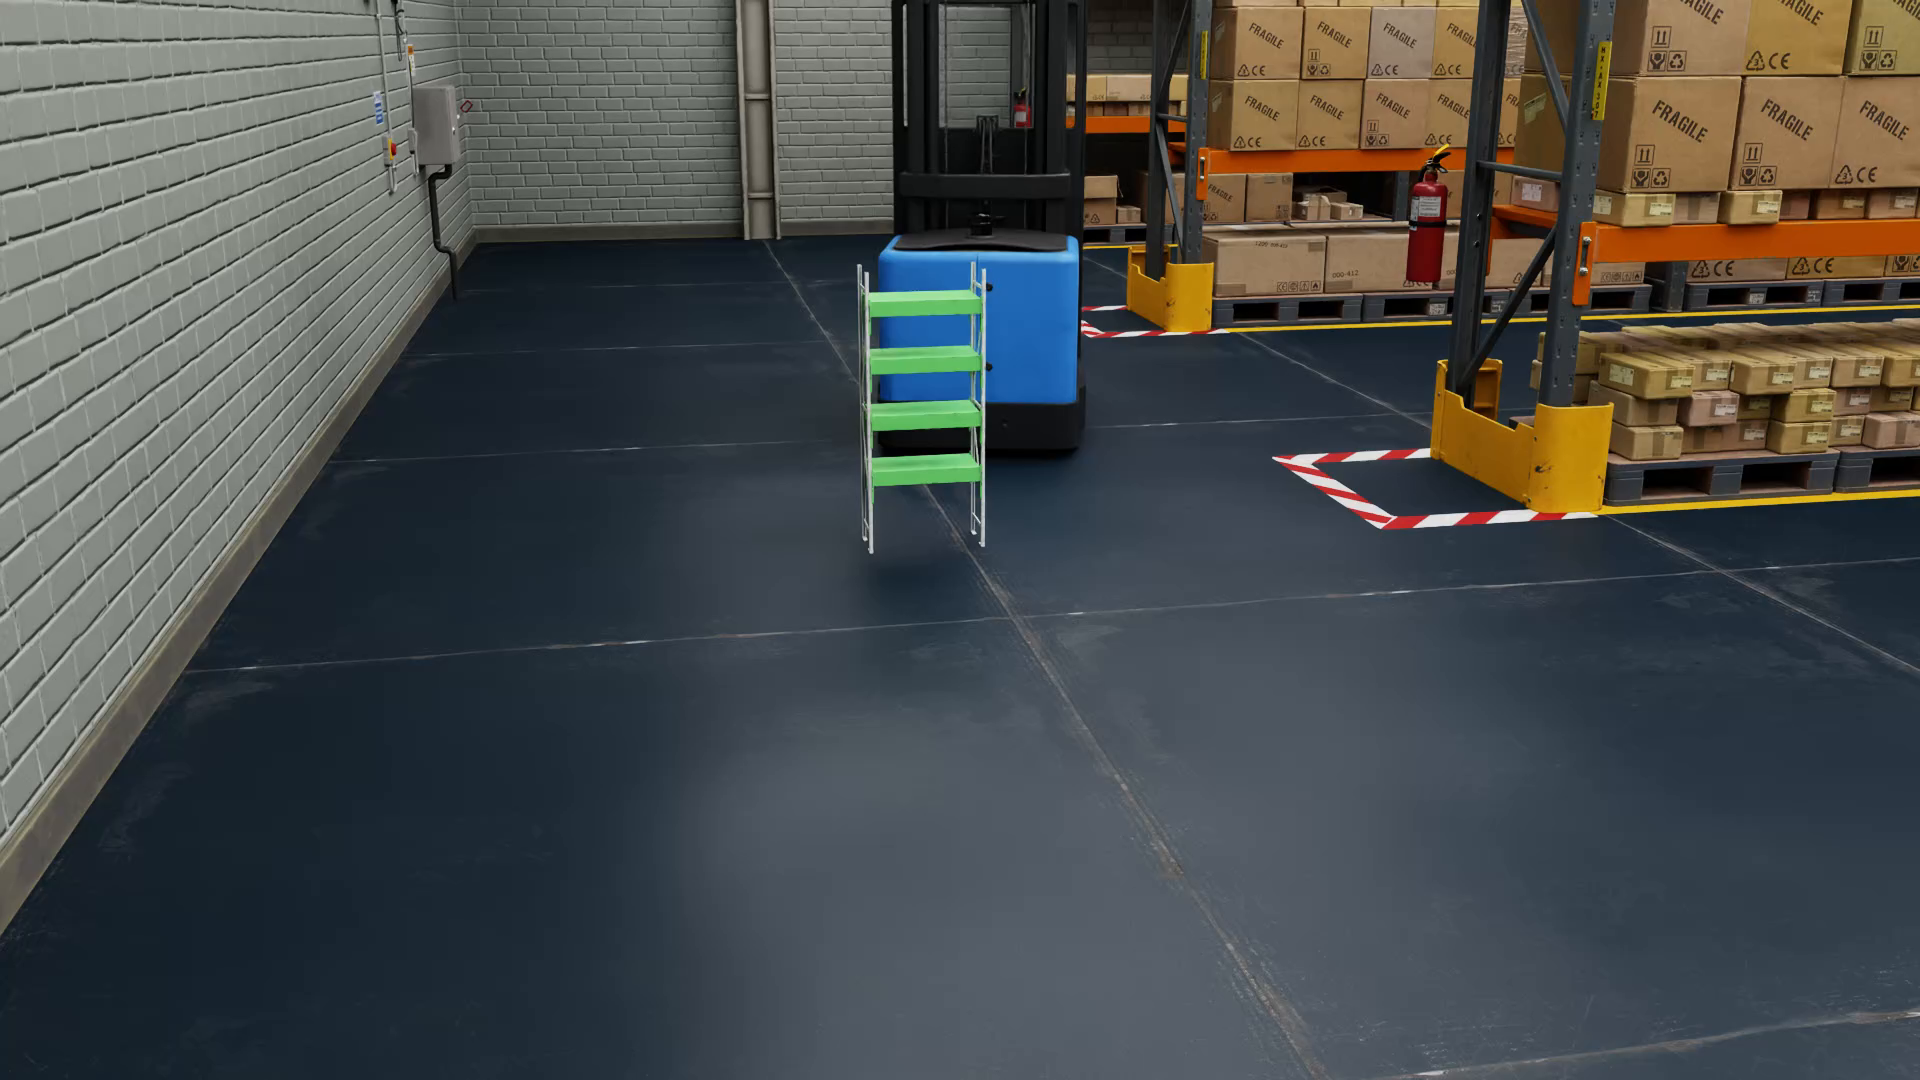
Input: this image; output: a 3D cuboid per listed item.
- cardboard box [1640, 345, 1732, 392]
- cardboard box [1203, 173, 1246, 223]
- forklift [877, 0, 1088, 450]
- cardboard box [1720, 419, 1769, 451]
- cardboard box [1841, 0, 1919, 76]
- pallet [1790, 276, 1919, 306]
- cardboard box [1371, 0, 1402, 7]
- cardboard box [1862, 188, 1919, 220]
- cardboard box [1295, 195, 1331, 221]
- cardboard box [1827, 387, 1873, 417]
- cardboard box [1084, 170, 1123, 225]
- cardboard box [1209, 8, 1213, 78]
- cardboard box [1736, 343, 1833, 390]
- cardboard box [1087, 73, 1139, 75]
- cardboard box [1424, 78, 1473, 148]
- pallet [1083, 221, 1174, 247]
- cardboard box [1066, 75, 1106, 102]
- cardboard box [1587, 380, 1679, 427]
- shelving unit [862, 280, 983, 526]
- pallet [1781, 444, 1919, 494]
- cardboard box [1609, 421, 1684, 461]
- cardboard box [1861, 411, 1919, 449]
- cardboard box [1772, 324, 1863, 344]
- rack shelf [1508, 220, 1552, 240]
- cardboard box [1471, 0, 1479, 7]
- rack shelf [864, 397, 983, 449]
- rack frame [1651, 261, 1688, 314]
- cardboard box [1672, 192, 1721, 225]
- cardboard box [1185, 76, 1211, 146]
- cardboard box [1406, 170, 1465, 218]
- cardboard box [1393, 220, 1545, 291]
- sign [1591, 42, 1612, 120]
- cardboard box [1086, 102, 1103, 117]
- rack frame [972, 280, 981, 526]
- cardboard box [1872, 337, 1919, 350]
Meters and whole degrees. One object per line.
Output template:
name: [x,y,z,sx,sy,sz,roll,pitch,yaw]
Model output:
cardboard box: [3.493,-0.830,8.031,0.250,0.149,0.380,-3,17,-9]
cardboard box: [2.686,-3.628,17.556,0.500,0.500,0.500,-3,17,-9]
forklift: [0.180,-2.250,9.646,1.130,2.935,3.031,1,17,3]
cardboard box: [3.725,-0.555,8.149,0.250,0.149,0.380,-3,17,-10]
cardboard box: [4.167,-2.395,7.620,0.500,0.500,0.500,-4,17,-12]
pallet: [7.499,-2.171,14.020,1.213,0.211,1.003,-3,17,-10]
cardboard box: [3.053,-3.989,12.213,0.250,0.149,0.380,-3,17,-10]
cardboard box: [4.310,-1.623,7.914,0.250,0.149,0.380,-4,17,-12]
cardboard box: [3.768,-3.559,17.731,0.258,0.266,0.396,-3,17,-8]
cardboard box: [4.247,-0.725,8.195,0.250,0.149,0.380,-4,18,-13]
cardboard box: [1.301,-3.592,17.435,0.637,0.503,0.797,-4,18,-13]
cardboard box: [2.056,-3.768,12.599,0.500,0.500,0.500,-3,17,-9]
cardboard box: [3.992,-0.844,8.079,0.250,0.149,0.380,-4,18,-13]
cardboard box: [1.590,-4.779,17.511,0.500,0.250,0.500,-3,17,-10]
cardboard box: [3.637,-3.231,12.552,0.500,0.500,0.500,-3,17,-9]
pallet: [1.540,-3.294,17.676,1.213,0.211,1.003,-3,17,-10]
cardboard box: [1.179,-4.596,16.916,0.500,0.250,0.500,-3,17,-10]
cardboard box: [6.130,-0.860,8.545,6.161,0.500,0.689,-3,17,-8]
shelving unit: [-0.159,-0.565,7.106,0.487,1.046,0.258,-3,17,-10]
pallet: [4.741,-0.499,8.577,1.213,0.211,1.003,-3,17,-10]
cardboard box: [3.241,-0.501,7.974,0.250,0.149,0.380,-3,17,-9]
cardboard box: [4.491,-0.568,8.192,0.250,0.149,0.380,-4,18,-13]
cardboard box: [4.425,-1.009,8.616,0.250,0.149,0.380,-4,17,-12]
rack shelf: [4.630,-1.562,8.269,3.687,0.071,0.831,-3,17,-10]
cardboard box: [3.808,-4.026,12.333,0.250,0.149,0.380,-3,17,-10]
rack shelf: [-0.163,-0.503,7.124,0.480,0.148,0.258,-3,17,-10]
rack frame: [5.555,-3.370,13.175,0.127,3.000,1.000,-3,17,-10]
cardboard box: [3.289,-1.555,7.695,0.250,0.149,0.380,-3,17,-8]
cardboard box: [2.051,-3.298,12.771,0.500,0.500,0.500,-3,17,-10]
cardboard box: [5.128,-3.769,18.015,0.500,0.500,0.500,-2,17,-8]
cardboard box: [4.040,-2.292,13.314,0.875,0.438,0.875,-4,17,-12]
sign: [2.769,-1.983,7.186,0.005,0.325,0.100,-3,17,-10]
cardboard box: [1.298,-4.425,17.036,0.250,0.149,0.380,-3,17,-9]
rack frame: [0.077,-0.578,7.151,0.006,1.046,0.228,-3,17,-10]
cardboard box: [4.762,-0.900,8.260,0.250,0.149,0.380,-3,17,-10]
